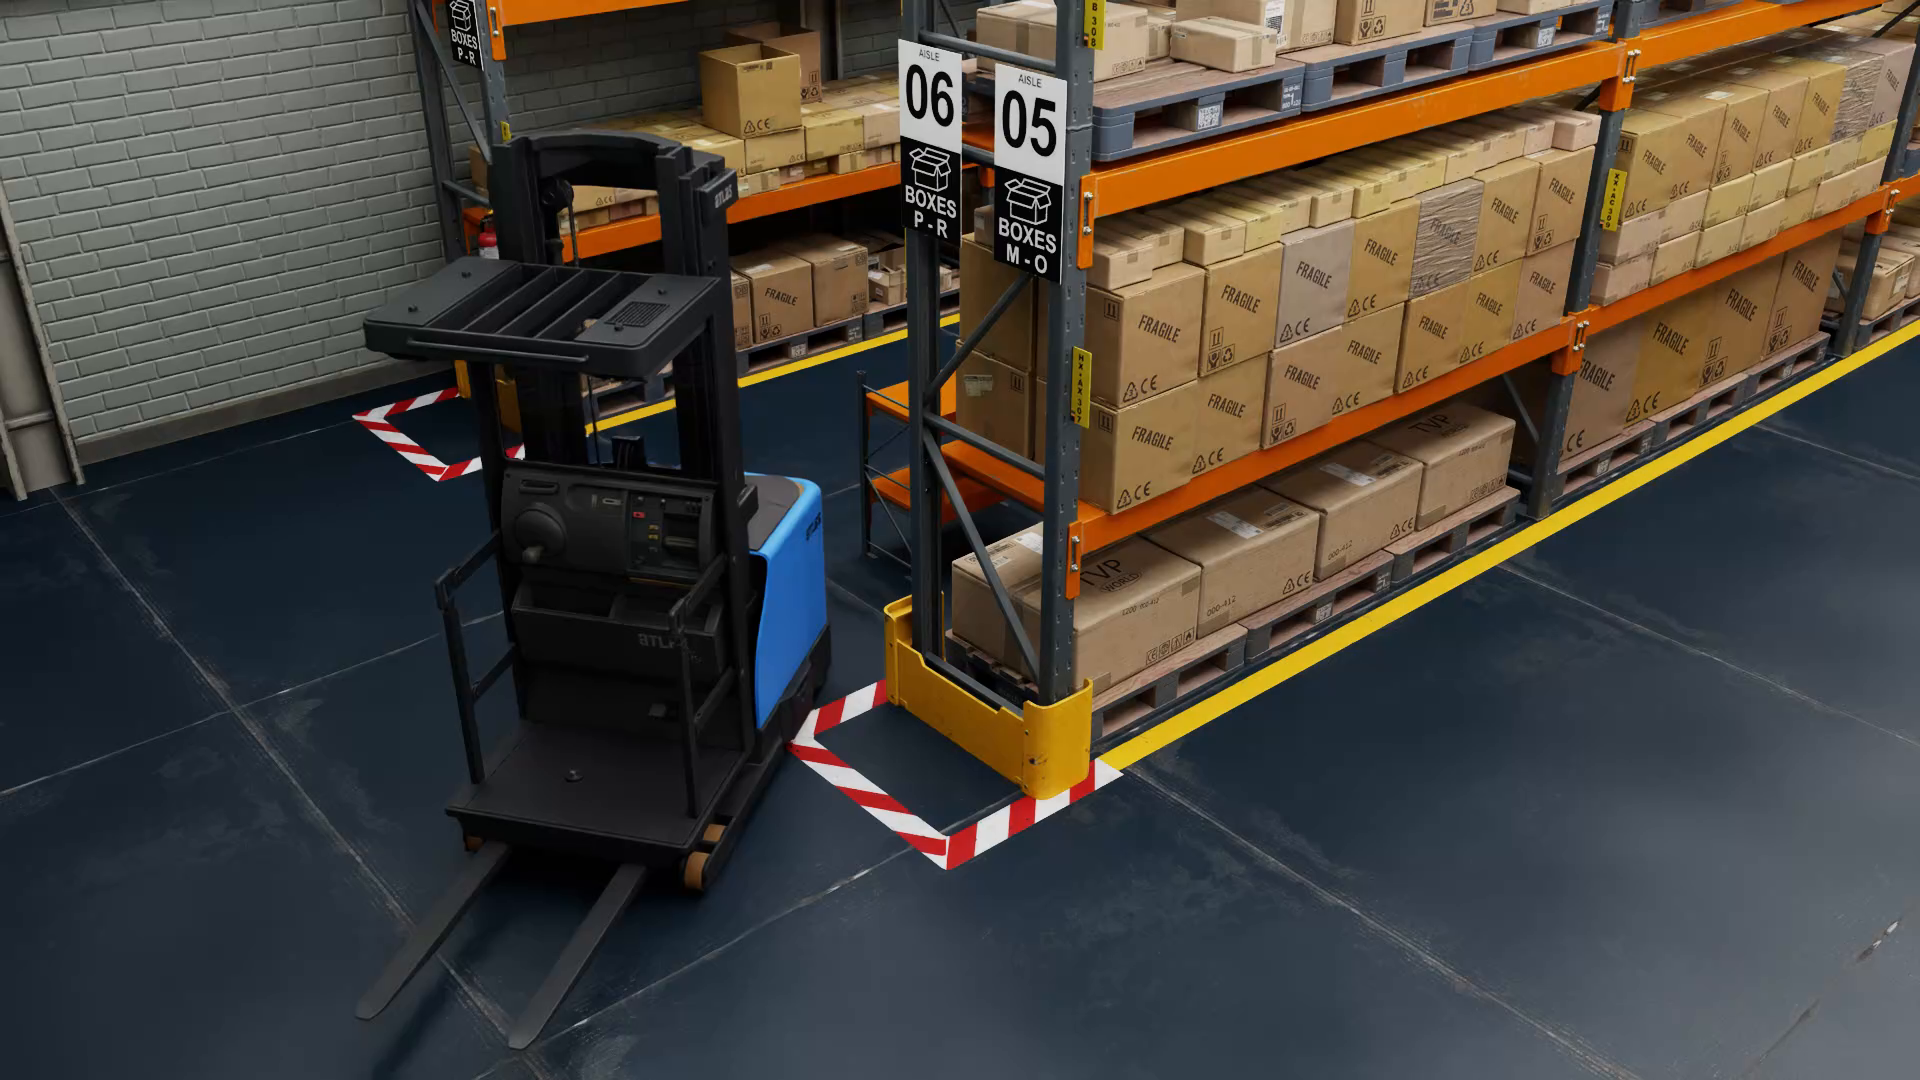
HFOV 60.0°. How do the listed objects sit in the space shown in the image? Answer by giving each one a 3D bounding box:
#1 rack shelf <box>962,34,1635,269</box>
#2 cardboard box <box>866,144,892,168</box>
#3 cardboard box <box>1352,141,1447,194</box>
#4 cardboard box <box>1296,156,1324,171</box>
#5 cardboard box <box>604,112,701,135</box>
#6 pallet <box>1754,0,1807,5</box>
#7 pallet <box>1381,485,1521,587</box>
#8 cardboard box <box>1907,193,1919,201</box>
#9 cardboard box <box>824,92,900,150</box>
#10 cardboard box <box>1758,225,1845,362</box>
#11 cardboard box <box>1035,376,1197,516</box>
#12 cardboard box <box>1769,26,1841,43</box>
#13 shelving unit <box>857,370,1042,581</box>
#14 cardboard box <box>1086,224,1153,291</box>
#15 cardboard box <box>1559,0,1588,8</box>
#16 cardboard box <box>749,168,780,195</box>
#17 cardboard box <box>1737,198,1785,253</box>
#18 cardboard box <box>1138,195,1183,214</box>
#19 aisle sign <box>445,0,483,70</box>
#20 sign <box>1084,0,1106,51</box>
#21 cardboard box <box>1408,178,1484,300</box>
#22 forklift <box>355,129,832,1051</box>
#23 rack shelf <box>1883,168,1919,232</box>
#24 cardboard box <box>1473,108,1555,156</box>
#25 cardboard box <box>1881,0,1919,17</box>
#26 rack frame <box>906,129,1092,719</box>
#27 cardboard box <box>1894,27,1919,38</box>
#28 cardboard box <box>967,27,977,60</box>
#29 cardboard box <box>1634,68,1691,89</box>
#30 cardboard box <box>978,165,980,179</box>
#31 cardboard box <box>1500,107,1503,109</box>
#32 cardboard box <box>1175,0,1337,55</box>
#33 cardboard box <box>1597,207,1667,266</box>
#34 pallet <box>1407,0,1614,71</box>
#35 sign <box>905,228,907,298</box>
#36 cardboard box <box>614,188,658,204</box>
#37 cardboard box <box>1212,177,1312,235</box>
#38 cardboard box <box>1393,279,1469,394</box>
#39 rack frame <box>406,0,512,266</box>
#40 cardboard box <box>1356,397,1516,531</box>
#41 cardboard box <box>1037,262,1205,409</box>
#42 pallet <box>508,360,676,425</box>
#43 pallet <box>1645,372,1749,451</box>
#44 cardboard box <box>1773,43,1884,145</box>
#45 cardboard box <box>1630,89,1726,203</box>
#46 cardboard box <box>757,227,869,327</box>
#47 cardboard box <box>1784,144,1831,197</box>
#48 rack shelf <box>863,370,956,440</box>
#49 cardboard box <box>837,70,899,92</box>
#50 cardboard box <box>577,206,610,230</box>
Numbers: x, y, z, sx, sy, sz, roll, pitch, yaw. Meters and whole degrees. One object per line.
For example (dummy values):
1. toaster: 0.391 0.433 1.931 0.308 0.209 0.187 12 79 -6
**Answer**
1. rack shelf: 1.654 -2.017 7.922 4.000 0.370 1.077 -22 35 -35
2. cardboard box: -0.710 -2.857 12.180 0.250 0.149 0.380 -21 34 -34
3. cardboard box: 2.135 -1.817 8.113 0.250 0.149 0.380 -23 36 -36
4. cardboard box: 1.596 -1.932 8.327 0.250 0.149 0.380 -22 35 -35
5. cardboard box: -2.141 -2.786 11.624 0.500 0.250 0.500 -21 34 -33
6. pallet: 4.915 -3.527 10.186 1.213 0.211 1.003 -20 34 -33
7. pallet: 2.547 -0.189 9.879 1.213 0.211 1.003 -22 35 -35
8. cardboard box: 8.320 -2.714 13.989 0.625 0.372 0.950 -19 34 -32
9. cardboard box: -0.649 -3.065 12.146 0.500 0.250 0.500 -22 35 -35
10. cardboard box: 5.639 -1.913 11.957 0.875 0.875 0.875 -22 35 -35
11. cardboard box: 0.684 -0.487 7.373 0.500 0.500 0.500 -22 35 -35
12. cardboard box: 5.685 -3.269 11.517 0.500 0.500 0.500 -23 36 -36
13. shelving unit: -0.005 -0.494 9.481 1.048 1.125 0.538 -22 35 -35
14. cardboard box: 0.583 -1.180 6.920 0.250 0.149 0.380 -21 35 -34
15. cardboard box: 2.898 -2.806 8.226 0.258 0.266 0.396 -21 34 -33
16. cardboard box: -1.464 -2.534 11.575 0.250 0.149 0.380 -21 35 -34
17. cardboard box: 4.861 -2.056 10.575 0.500 0.250 0.500 -23 35 -36
18. cardboard box: 0.813 -1.610 7.725 0.250 0.149 0.380 -21 35 -34
19. aisle sign: -2.953 -3.198 9.794 0.004 0.787 0.394 -22 35 -35
20. sign: 0.488 -1.942 6.007 0.005 0.325 0.100 -22 35 -35
21. cardboard box: 2.224 -1.553 8.307 0.500 0.500 0.500 -21 35 -34
22. forklift: -1.507 -0.018 6.674 1.130 2.935 3.031 7 29 12
23. rack shelf: 7.740 -3.141 13.209 4.000 0.370 1.077 -22 35 -35
24. cardboard box: 2.877 -2.144 8.725 0.250 0.149 0.380 -21 35 -34
25. cardboard box: 7.280 -4.095 12.675 0.250 0.149 0.380 -24 36 -37
26. rack frame: 0.133 -0.399 7.315 0.127 3.000 1.000 -22 35 -35
27. cardboard box: 7.103 -3.424 12.107 0.500 0.500 0.500 -20 34 -32
28. cardboard box: 0.465 -3.699 12.937 0.500 0.500 0.700 -21 35 -34
29. cardboard box: 4.140 -2.644 10.348 0.500 0.500 0.500 -21 34 -33
30. cardboard box: 0.358 -2.938 13.268 0.250 0.149 0.380 -23 35 -36
31. cardboard box: 2.767 -2.391 9.186 0.250 0.149 0.380 -22 35 -36
32. cardboard box: 1.304 -2.352 7.330 0.500 0.311 0.500 -21 35 -34
33. cardboard box: 3.694 -1.811 9.585 0.500 0.250 0.500 -23 36 -36
34. pallet: 2.547 -2.660 8.457 1.213 0.211 1.003 -22 35 -35
35. sign: -0.209 -1.213 7.358 0.005 0.325 0.100 -22 35 -35
36. cardboard box: -2.188 -2.440 10.976 0.500 0.250 0.500 -21 35 -34
37. cardboard box: 1.362 -1.510 7.538 0.250 0.149 0.380 -22 35 -34
38. cardboard box: 2.228 -1.115 8.548 0.500 0.500 0.500 -23 35 -36
39. rack frame: -3.092 -2.178 10.643 0.127 3.000 1.000 -22 35 -35
40. cardboard box: 2.629 -0.525 9.822 0.875 0.438 0.875 -22 35 -36
41. cardboard box: 0.683 -0.929 7.139 0.500 0.500 0.500 -23 36 -36
42. pallet: -2.428 -1.216 11.801 1.213 0.211 1.003 -22 35 -35
43. pallet: 4.643 -1.031 11.456 1.213 0.211 1.003 -22 35 -35
44. cardboard box: 5.610 -2.920 10.864 0.500 0.500 0.500 -21 35 -34
45. cardboard box: 4.066 -2.305 9.714 0.500 0.500 0.500 -22 35 -35
46. cardboard box: -1.100 -1.979 12.477 0.500 0.500 0.700 -23 36 -37
47. cardboard box: 5.251 -2.440 10.761 0.500 0.250 0.500 -23 36 -36
48. rack shelf: -0.005 -0.752 9.343 1.000 0.278 0.538 -22 35 -35
49. cardboard box: -0.601 -3.412 12.796 0.500 0.250 0.500 -22 35 -35
50. cardboard box: -2.500 -2.164 10.883 0.250 0.149 0.380 -21 35 -34
